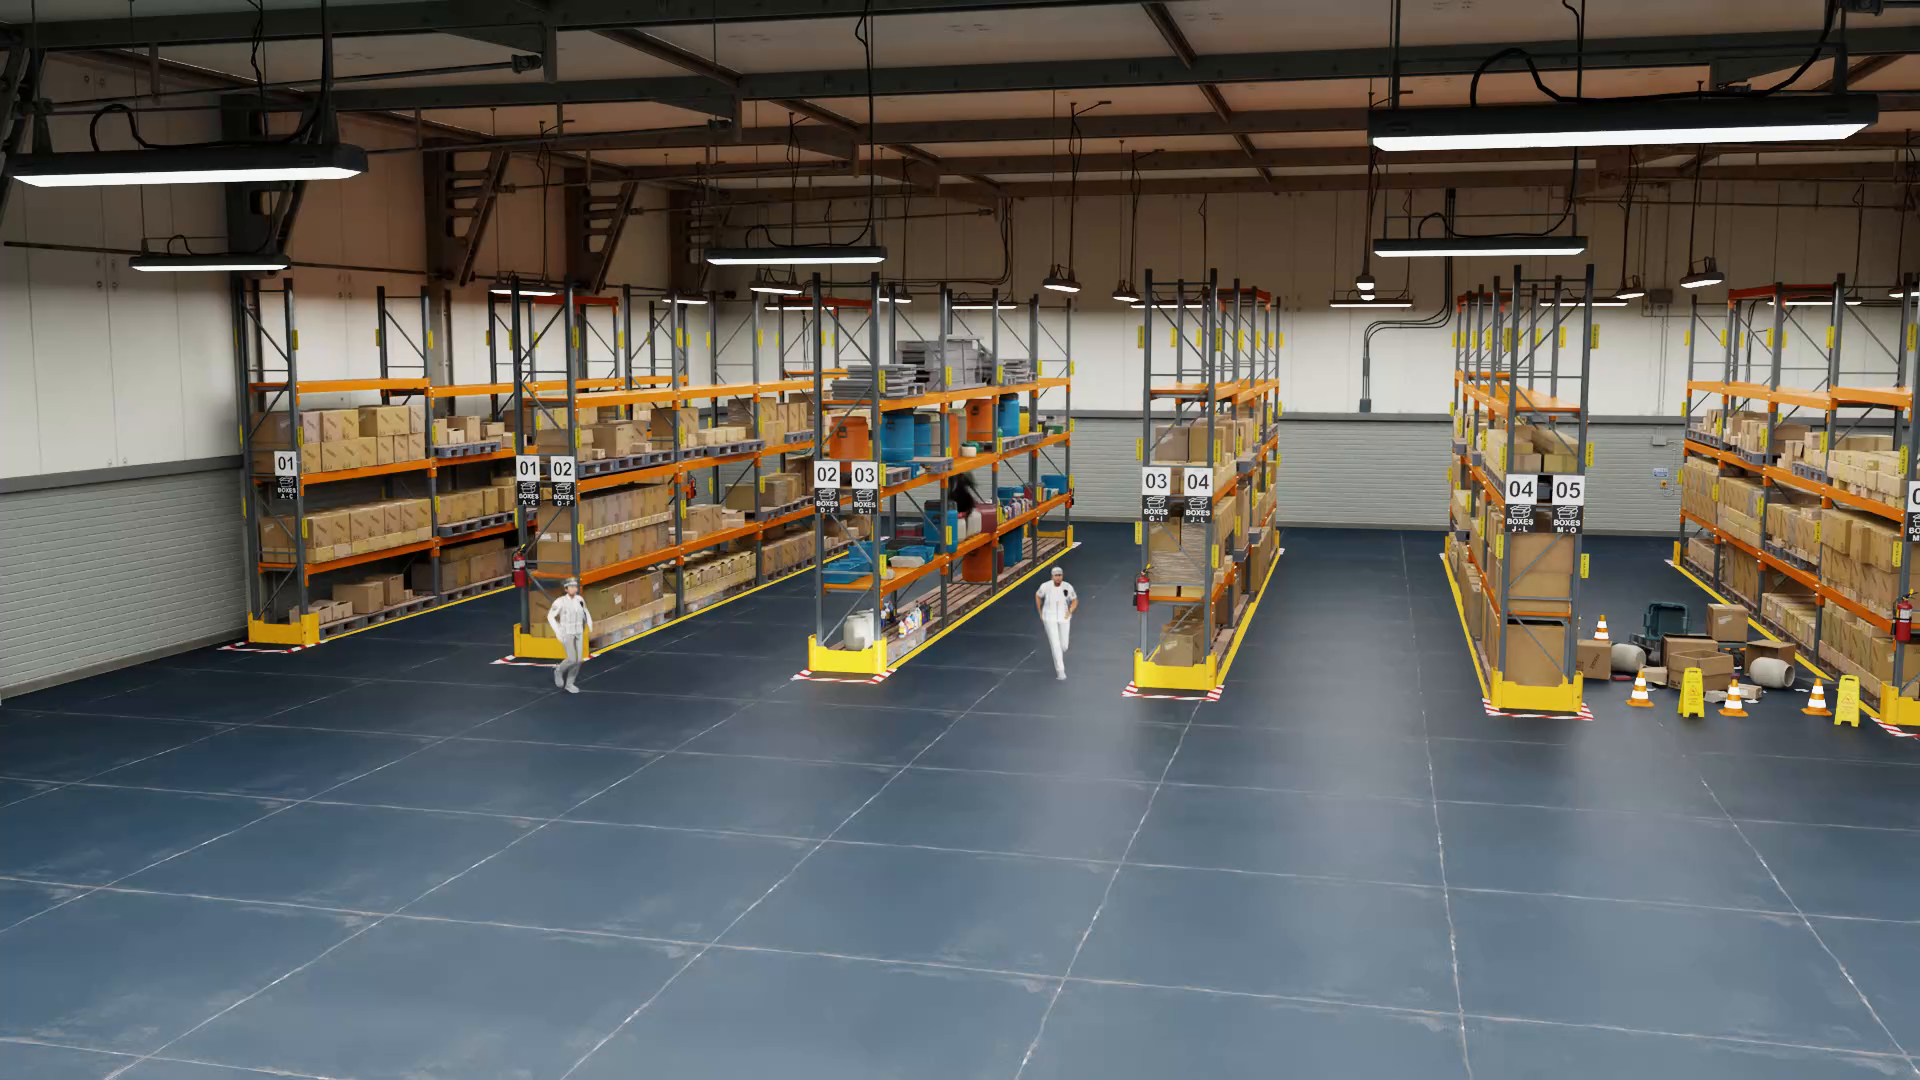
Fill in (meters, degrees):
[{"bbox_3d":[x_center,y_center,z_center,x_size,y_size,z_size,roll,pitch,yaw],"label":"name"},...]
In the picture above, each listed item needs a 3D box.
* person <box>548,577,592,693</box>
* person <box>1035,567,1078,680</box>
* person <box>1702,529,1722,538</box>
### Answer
[{"bbox_3d":[-5.535,1.344,23.746,0.544,1.666,0.634,6,9,43],"label":"person"},{"bbox_3d":[1.452,1.215,24.953,0.630,1.662,0.895,0,7,-4],"label":"person"},{"bbox_3d":[17.307,-0.351,37.890,0.713,1.710,0.637,6,9,39],"label":"person"}]
